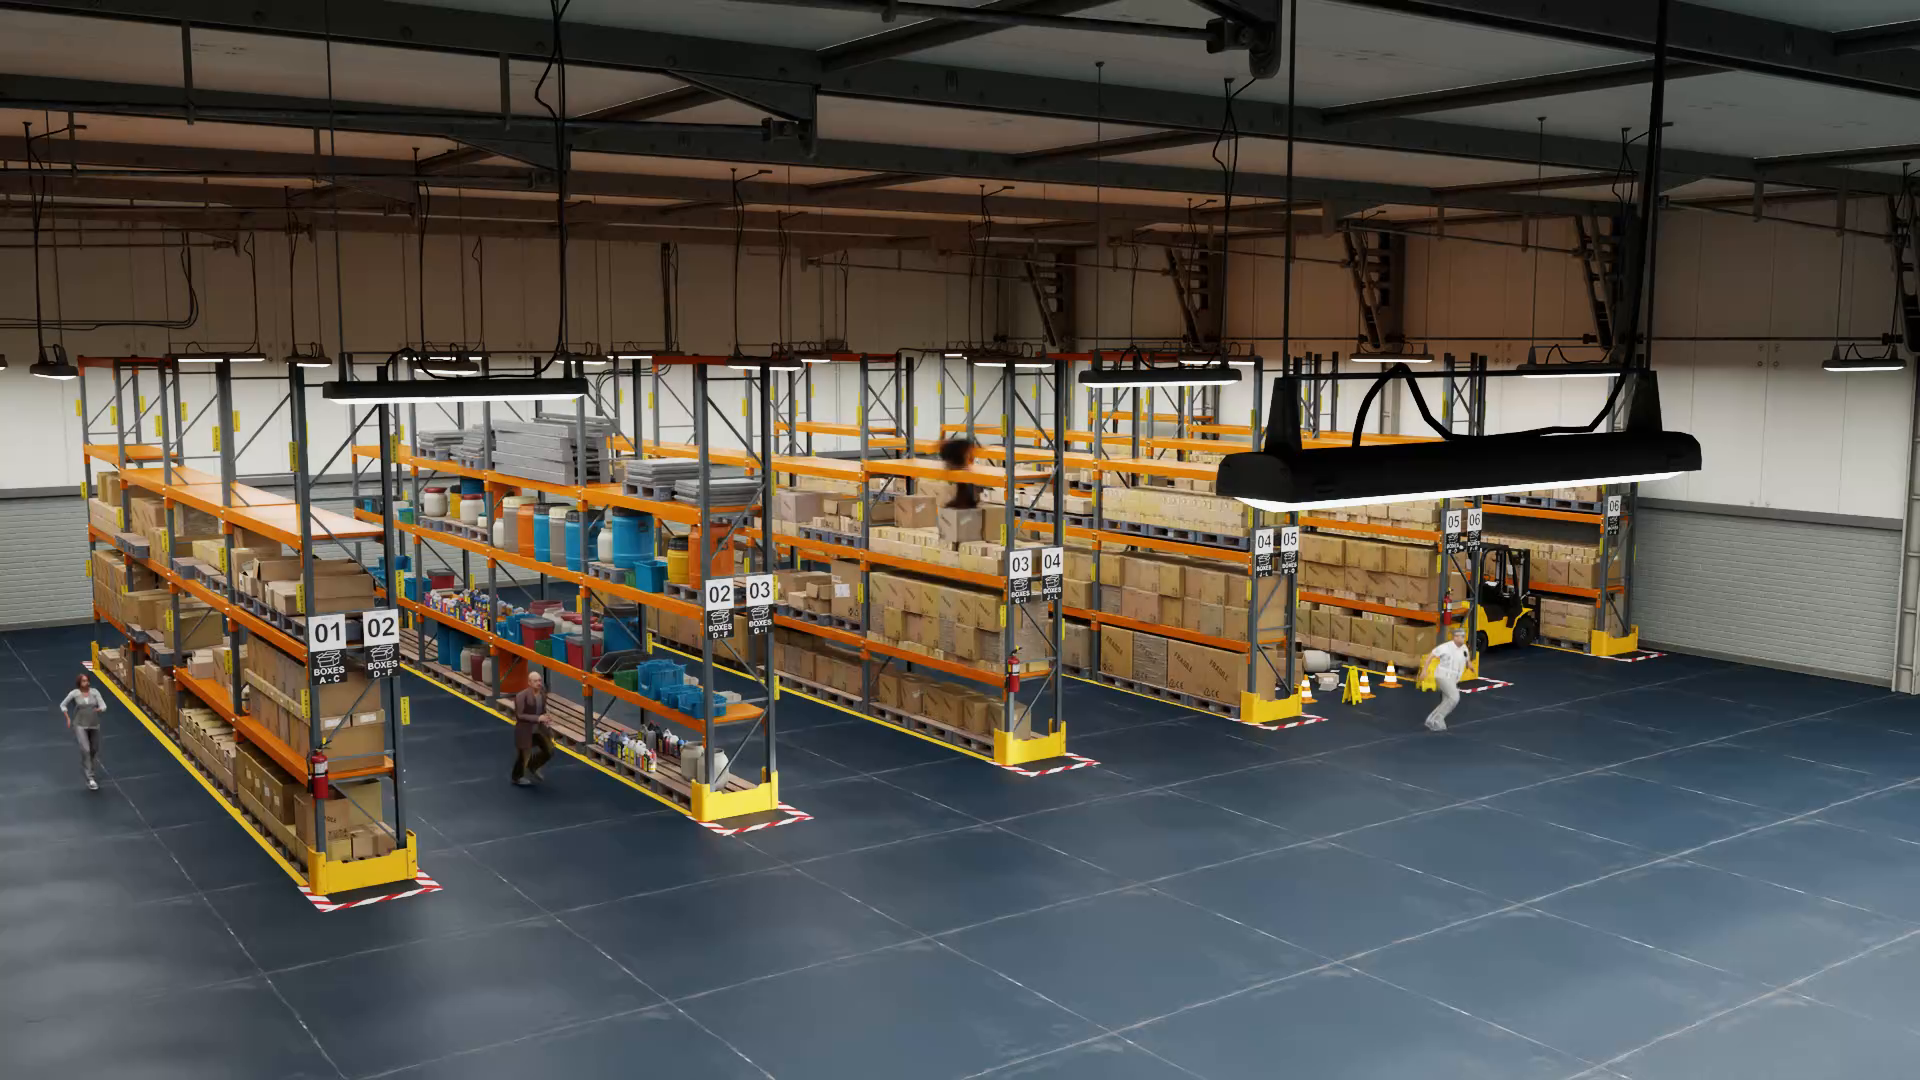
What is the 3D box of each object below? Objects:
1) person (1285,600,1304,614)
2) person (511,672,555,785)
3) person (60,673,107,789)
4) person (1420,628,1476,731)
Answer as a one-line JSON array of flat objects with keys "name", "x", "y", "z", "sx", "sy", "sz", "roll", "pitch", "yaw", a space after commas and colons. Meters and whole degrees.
[{"name": "person", "x": 7.327, "y": 1.190, "z": 35.818, "sx": 0.854, "sy": 1.628, "sz": 0.555, "roll": 6, "pitch": 9, "yaw": 41}, {"name": "person", "x": -6.019, "y": 2.659, "z": 23.433, "sx": 0.924, "sy": 1.670, "sz": 0.716, "roll": 5, "pitch": 9, "yaw": 36}, {"name": "person", "x": -12.378, "y": 2.669, "z": 23.547, "sx": 0.544, "sy": 1.588, "sz": 0.888, "roll": -6, "pitch": 9, "yaw": -42}, {"name": "person", "x": 7.973, "y": 2.256, "z": 26.935, "sx": 0.841, "sy": 1.682, "sz": 0.715, "roll": -6, "pitch": 9, "yaw": -41}]
